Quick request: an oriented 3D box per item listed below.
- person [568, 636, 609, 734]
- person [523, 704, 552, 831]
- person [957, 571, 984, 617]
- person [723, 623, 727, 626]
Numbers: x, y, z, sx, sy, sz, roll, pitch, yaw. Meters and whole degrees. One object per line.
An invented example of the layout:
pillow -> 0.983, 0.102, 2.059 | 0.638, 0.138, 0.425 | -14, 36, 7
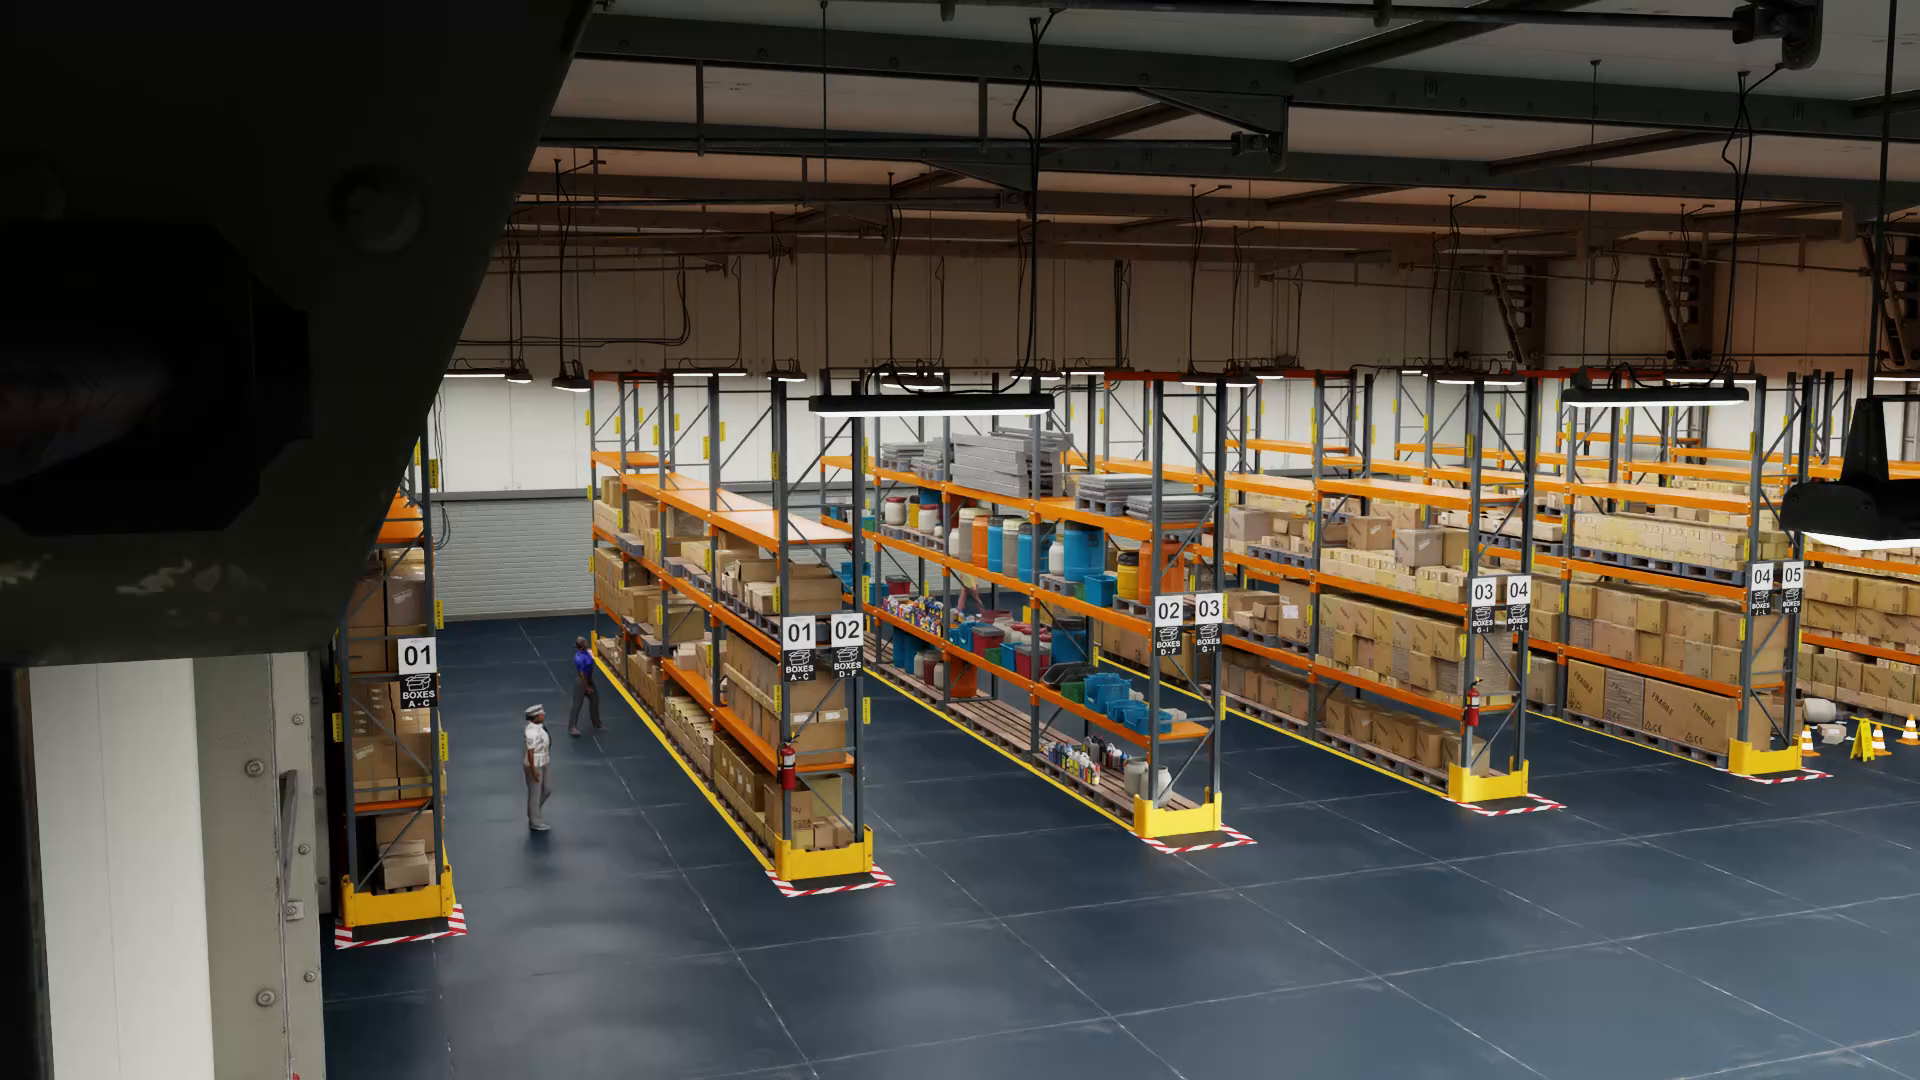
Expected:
person -> -6.259, 2.432, 27.855 | 0.532, 1.663, 0.624 | 1, 7, 12
person -> -5.676, 3.025, 22.235 | 0.438, 1.696, 0.520 | 1, 6, 7
person -> 0.215, 1.094, 39.628 | 0.512, 1.629, 1.022 | 5, 8, 38
person -> -5.413, 1.114, 38.718 | 0.500, 1.791, 0.482 | 2, 7, 20
